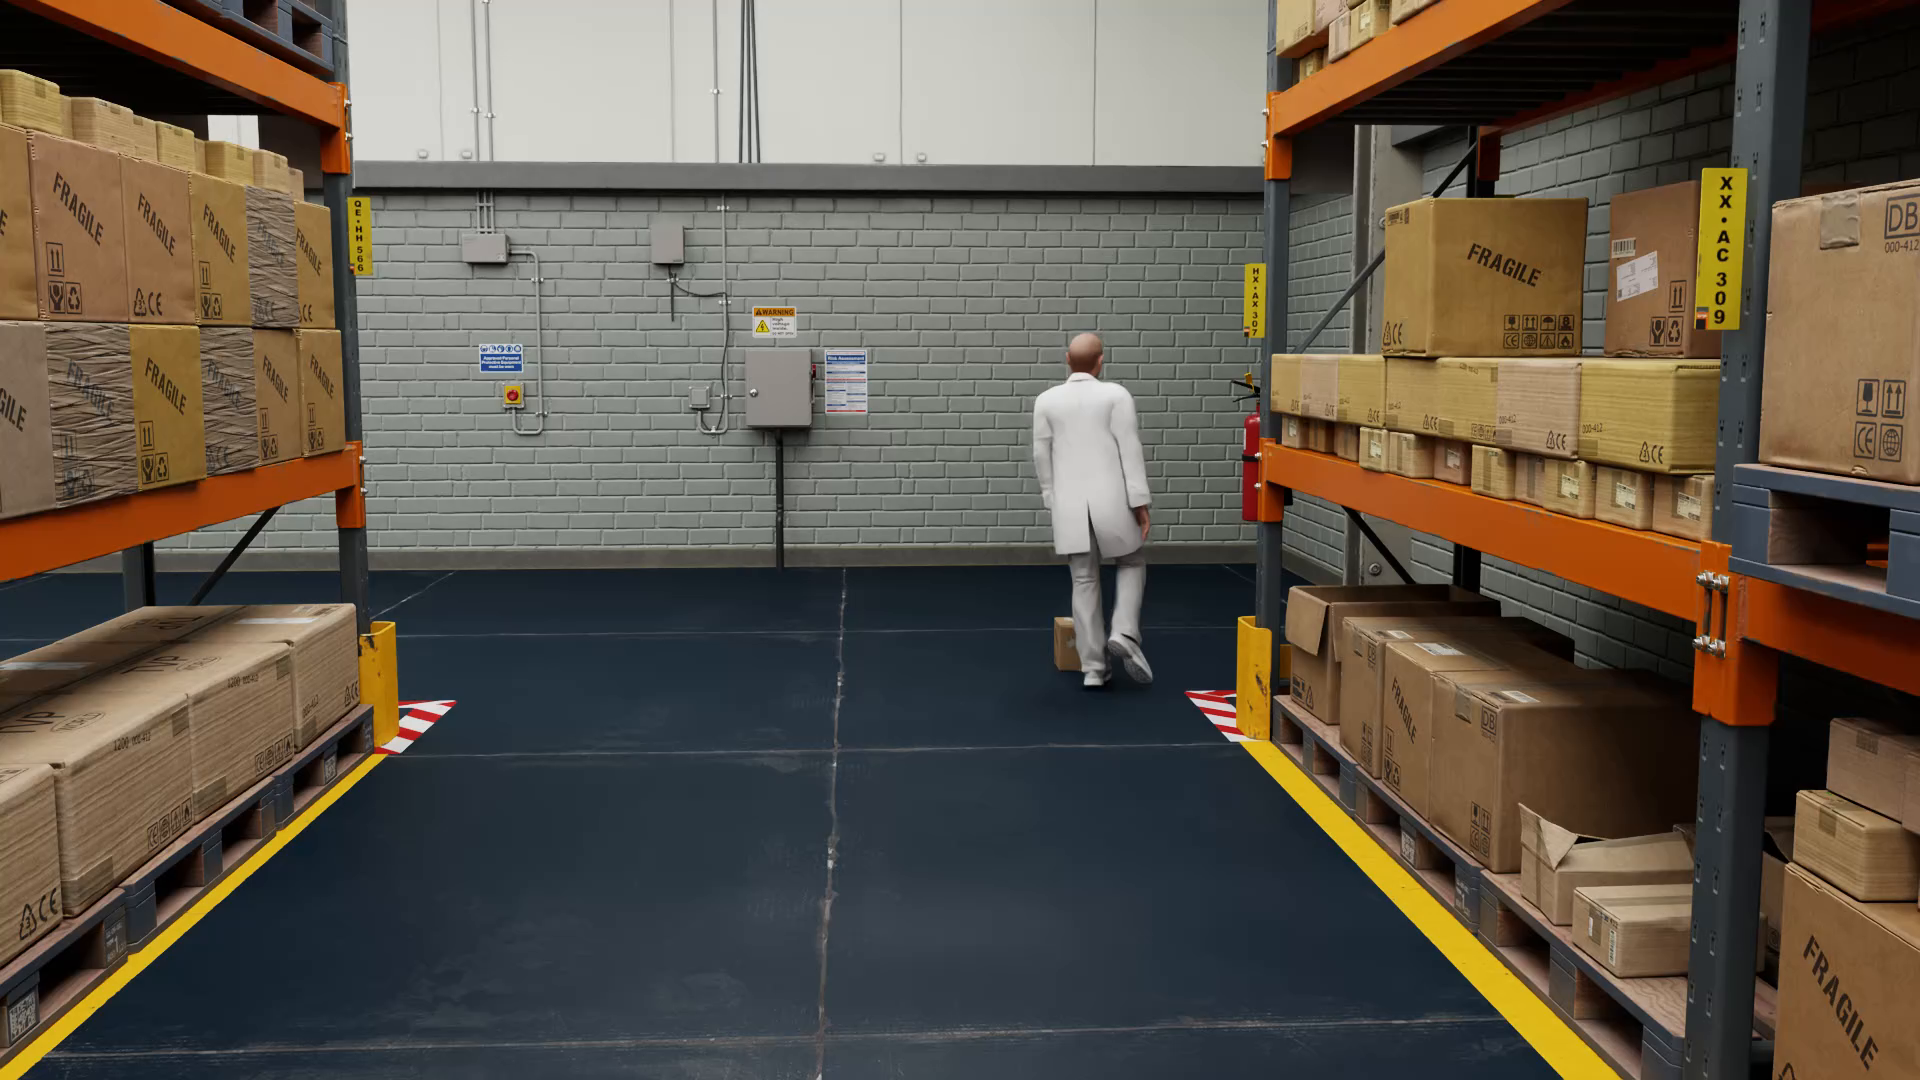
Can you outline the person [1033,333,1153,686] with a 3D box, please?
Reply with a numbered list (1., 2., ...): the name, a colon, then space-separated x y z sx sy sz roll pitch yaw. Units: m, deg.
1. person: 0.685 -0.159 8.485 0.635 1.784 0.491 2 7 16
